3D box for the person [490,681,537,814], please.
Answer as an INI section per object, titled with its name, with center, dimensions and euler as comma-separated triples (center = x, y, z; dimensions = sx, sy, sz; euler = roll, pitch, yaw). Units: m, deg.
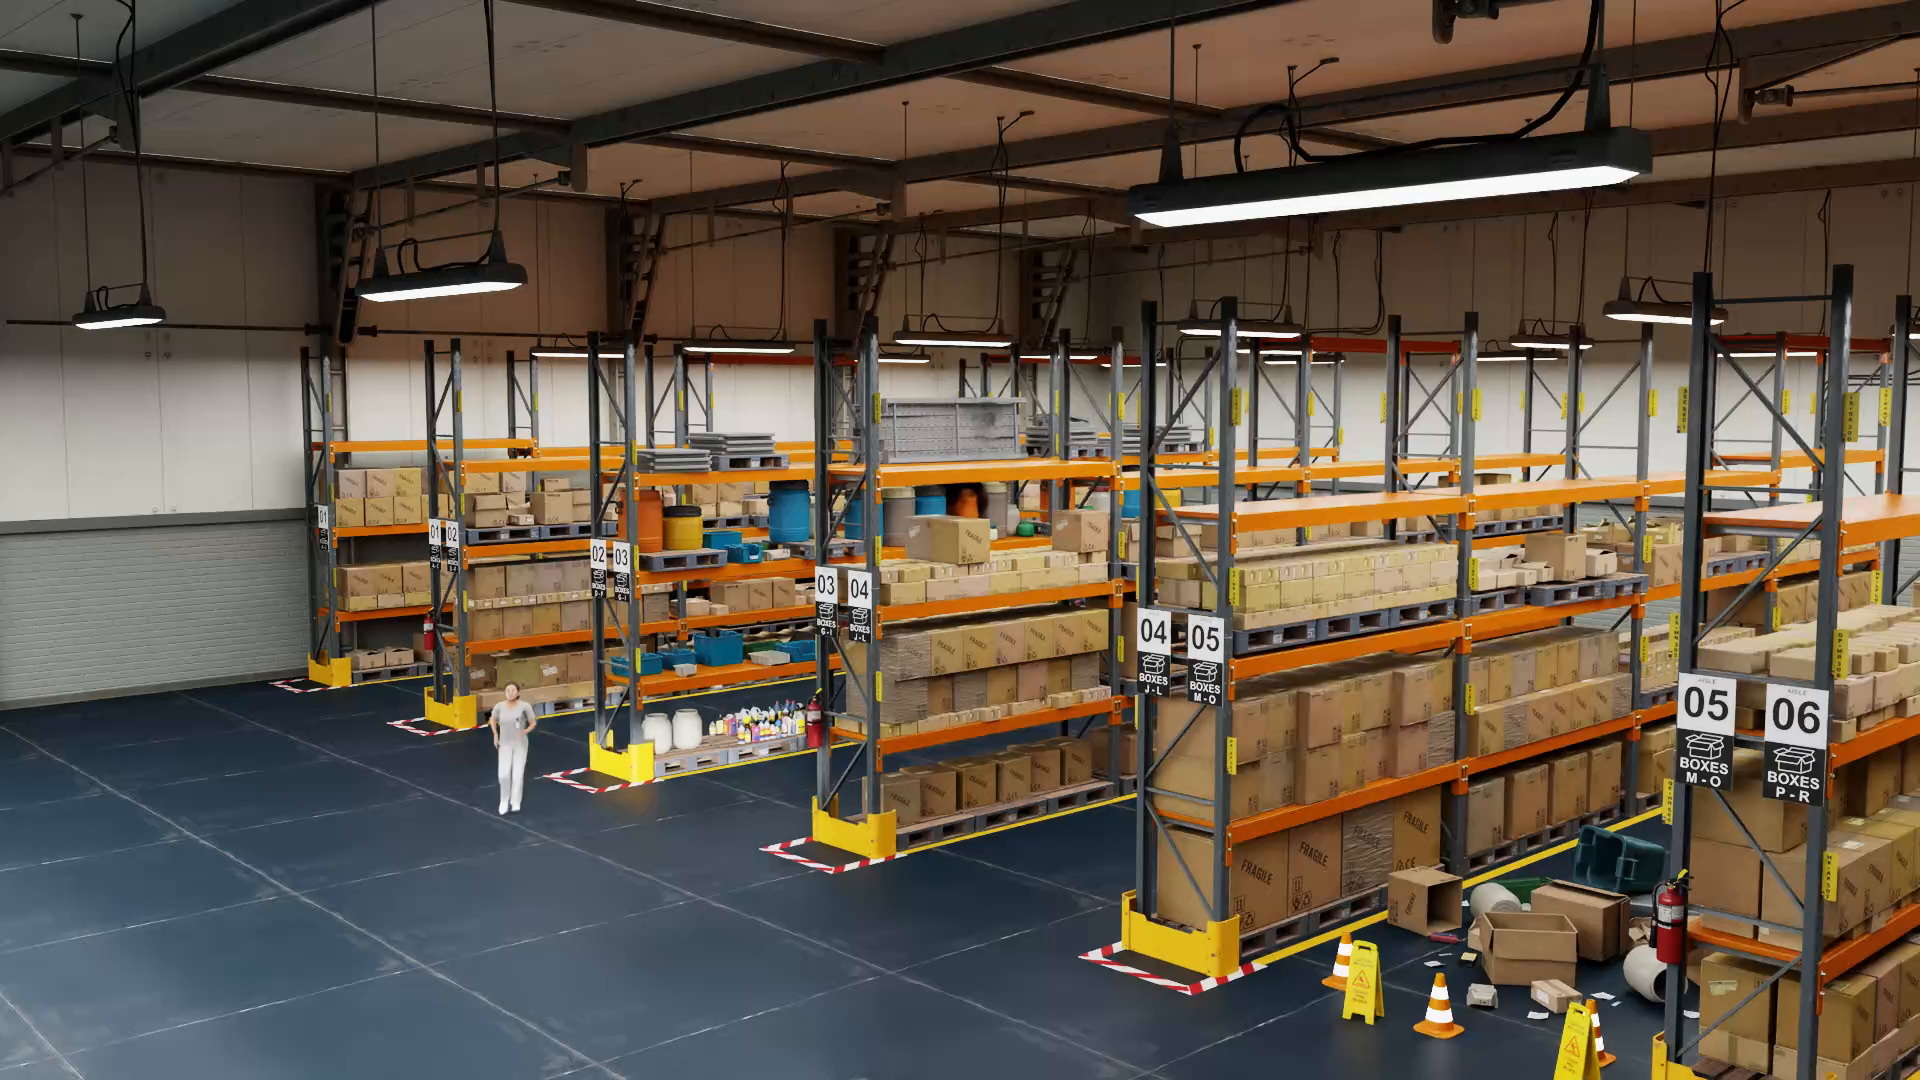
[person]
center = -5.474, 2.543, 20.383
dimensions = 0.569, 1.649, 0.642
euler = -1, 5, -12
